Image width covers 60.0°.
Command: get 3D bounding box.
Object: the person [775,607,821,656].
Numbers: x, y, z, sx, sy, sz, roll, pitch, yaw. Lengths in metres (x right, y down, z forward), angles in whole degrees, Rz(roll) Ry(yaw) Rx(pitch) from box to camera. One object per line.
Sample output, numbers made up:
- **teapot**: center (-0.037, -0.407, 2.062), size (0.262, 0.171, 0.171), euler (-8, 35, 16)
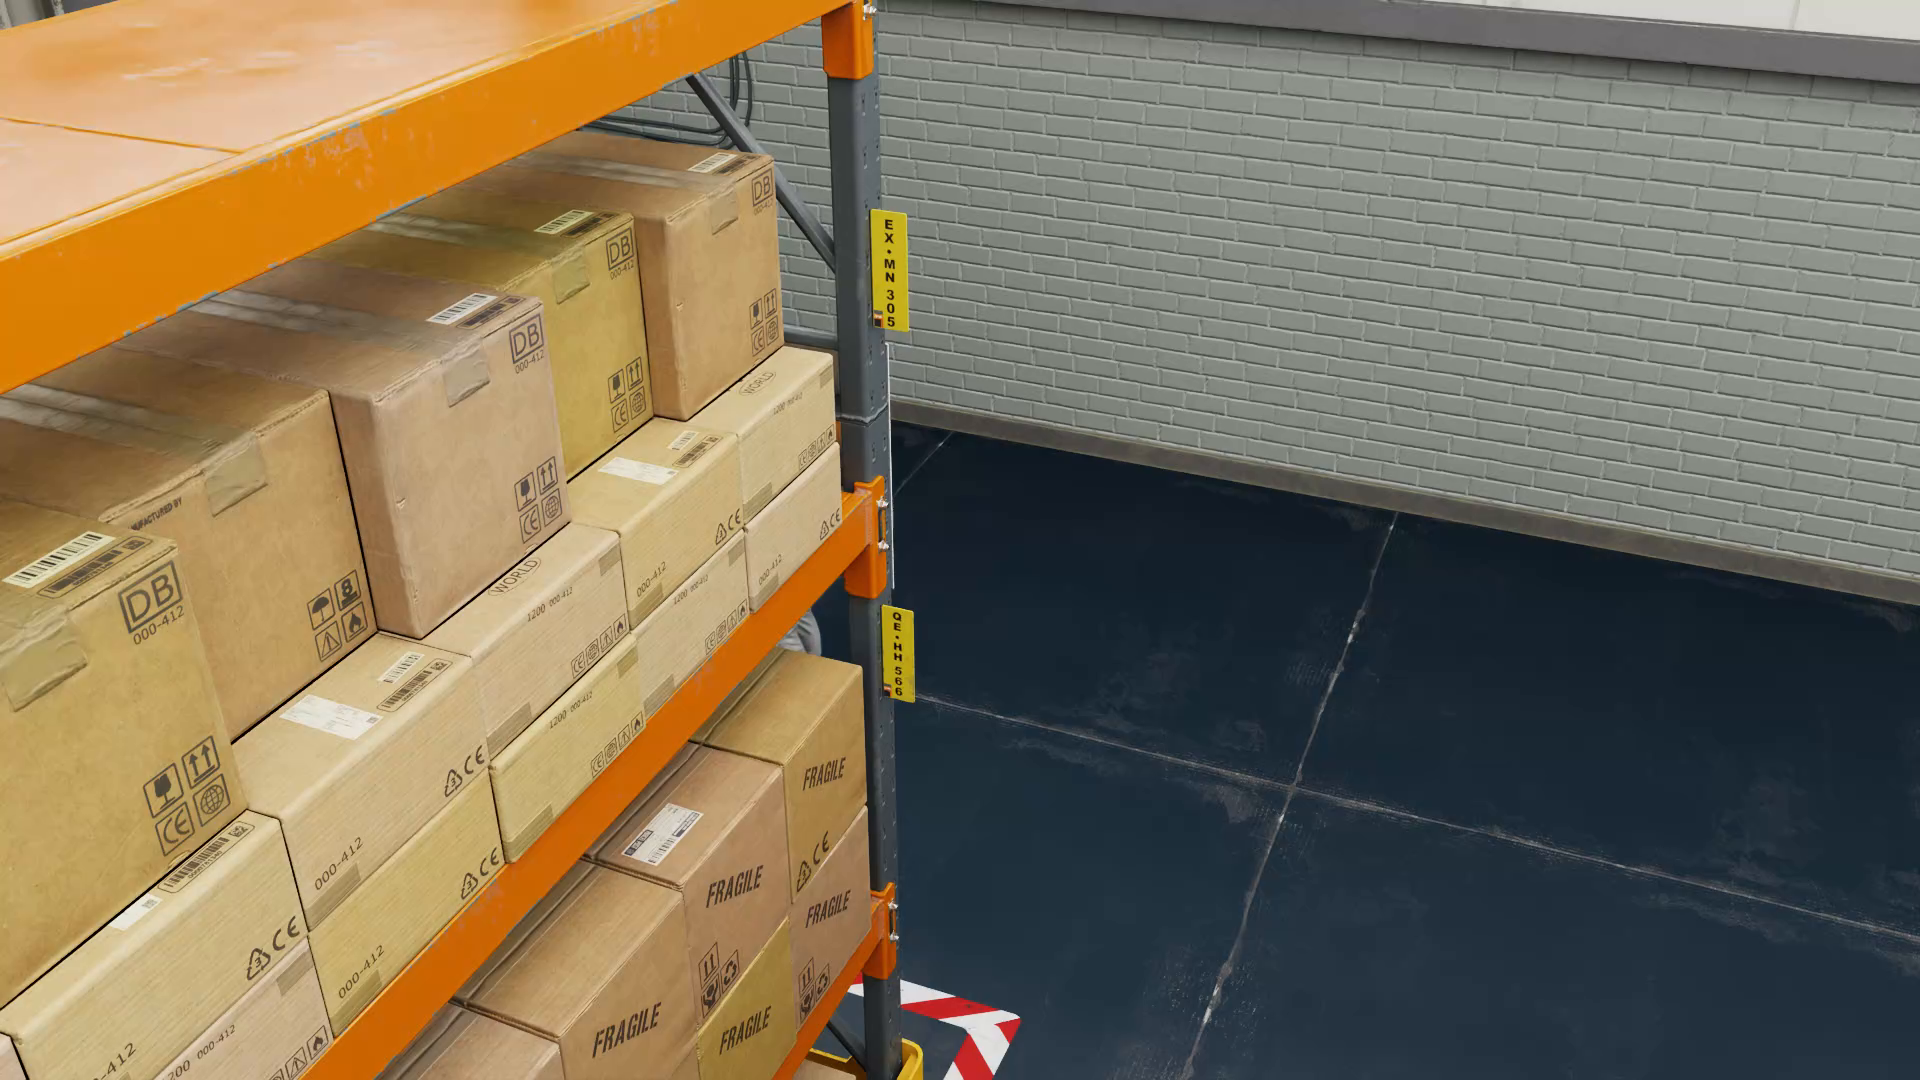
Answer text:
- **person**: center (-0.869, 0.089, 8.211), size (0.556, 1.686, 0.459), euler (12, 32, 20)
